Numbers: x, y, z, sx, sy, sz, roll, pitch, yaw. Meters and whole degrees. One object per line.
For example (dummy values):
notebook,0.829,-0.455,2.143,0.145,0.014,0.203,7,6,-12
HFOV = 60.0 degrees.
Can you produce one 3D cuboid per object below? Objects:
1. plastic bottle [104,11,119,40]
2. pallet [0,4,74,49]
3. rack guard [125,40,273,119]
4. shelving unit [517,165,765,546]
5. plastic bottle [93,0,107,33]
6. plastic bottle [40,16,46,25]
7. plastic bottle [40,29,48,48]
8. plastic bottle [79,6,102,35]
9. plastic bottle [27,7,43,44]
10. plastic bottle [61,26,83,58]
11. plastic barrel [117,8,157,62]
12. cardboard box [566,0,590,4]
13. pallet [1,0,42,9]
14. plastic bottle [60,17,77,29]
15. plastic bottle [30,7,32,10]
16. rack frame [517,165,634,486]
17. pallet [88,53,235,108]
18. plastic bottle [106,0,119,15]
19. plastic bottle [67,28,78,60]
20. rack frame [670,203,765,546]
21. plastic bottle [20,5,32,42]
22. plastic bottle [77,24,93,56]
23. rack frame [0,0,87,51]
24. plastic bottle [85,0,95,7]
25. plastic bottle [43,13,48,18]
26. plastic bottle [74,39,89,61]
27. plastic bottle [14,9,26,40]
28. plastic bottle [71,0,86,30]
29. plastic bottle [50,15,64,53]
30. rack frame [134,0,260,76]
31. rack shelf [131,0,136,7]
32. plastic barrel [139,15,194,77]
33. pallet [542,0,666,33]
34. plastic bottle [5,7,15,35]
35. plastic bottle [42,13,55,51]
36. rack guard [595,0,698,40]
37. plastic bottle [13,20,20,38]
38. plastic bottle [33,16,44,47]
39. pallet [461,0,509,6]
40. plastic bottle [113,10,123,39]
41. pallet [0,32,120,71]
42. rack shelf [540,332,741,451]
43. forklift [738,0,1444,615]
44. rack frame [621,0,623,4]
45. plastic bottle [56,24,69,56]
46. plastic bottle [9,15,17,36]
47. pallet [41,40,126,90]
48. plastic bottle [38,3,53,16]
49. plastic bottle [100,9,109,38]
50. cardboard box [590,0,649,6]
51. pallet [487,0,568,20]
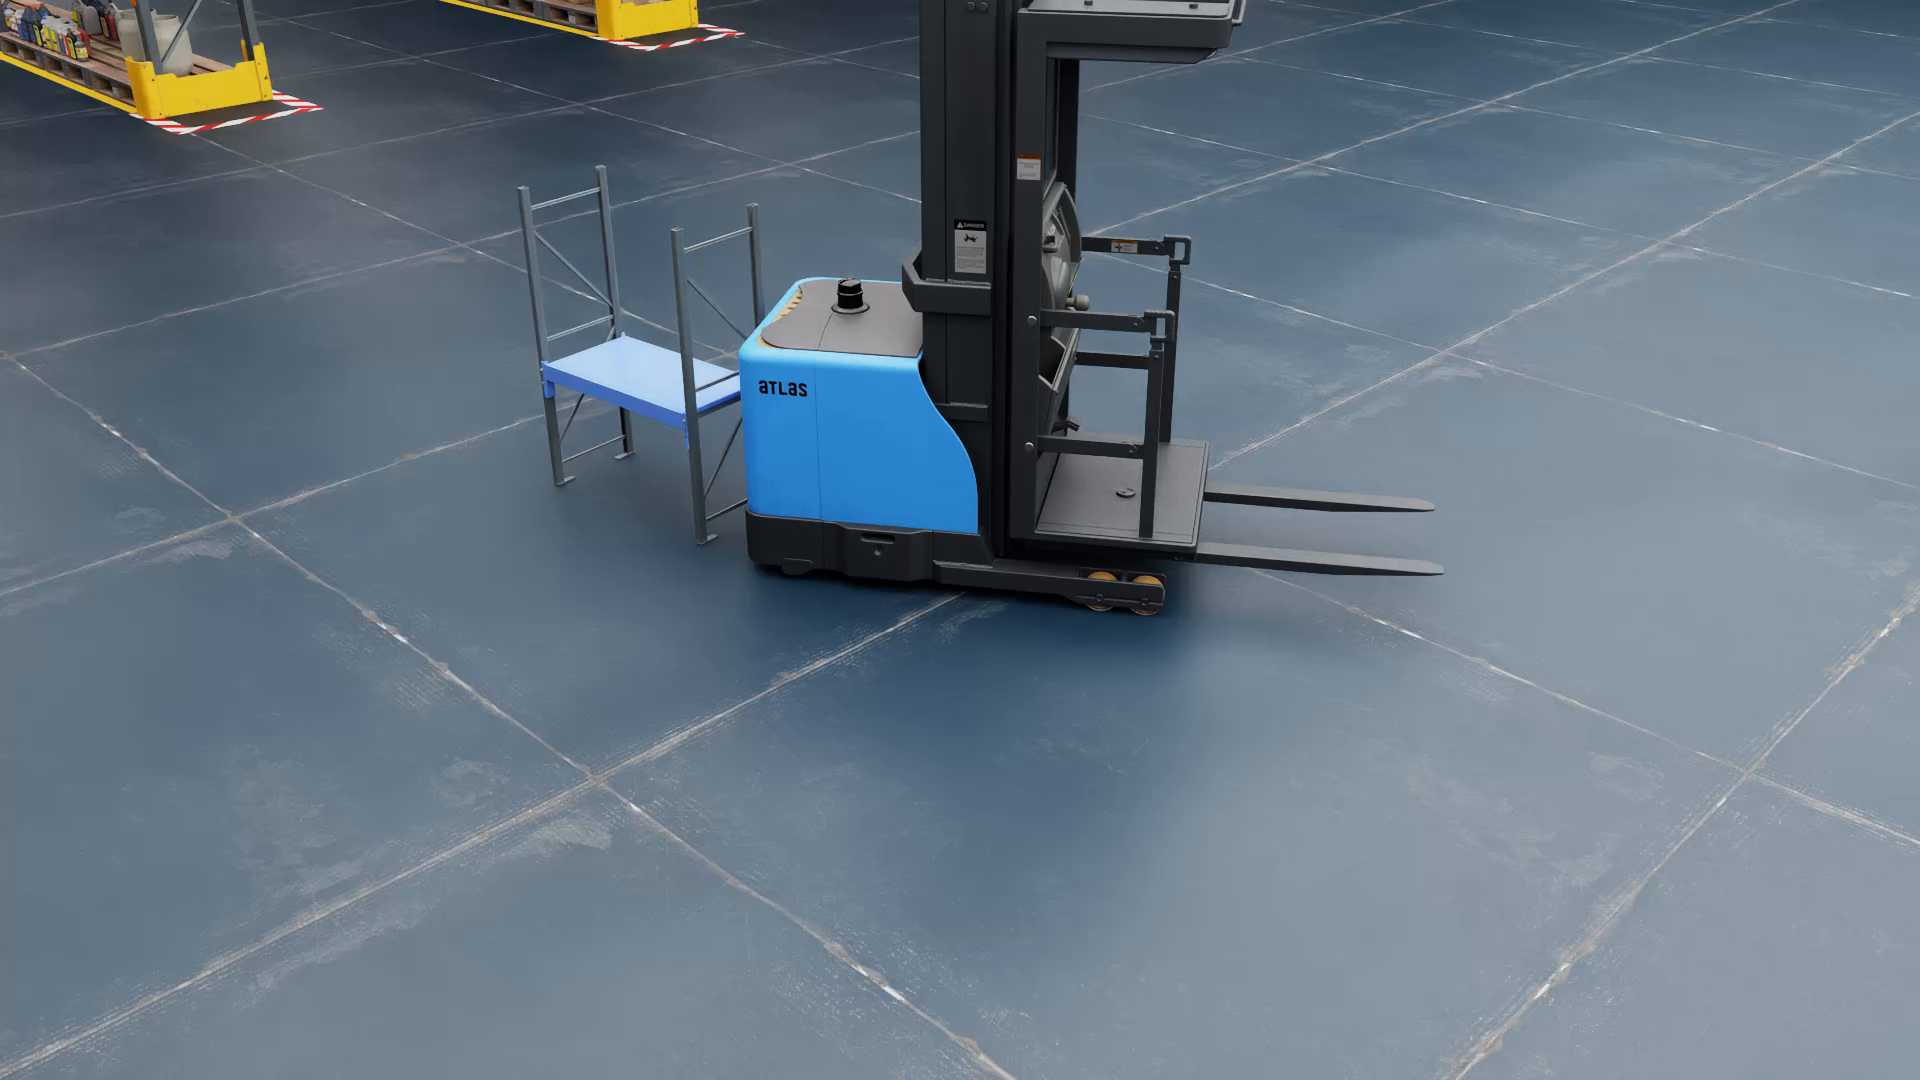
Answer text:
plastic bottle,-8.666,-5.257,16.971,0.133,0.283,0.061,25,36,38
pallet,-10.321,-5.646,18.261,1.213,0.211,1.003,25,36,38
rack guard,-6.968,-4.235,15.266,0.348,0.500,1.175,25,36,38
shelving unit,-1.454,-0.880,7.811,1.048,1.500,0.538,20,34,33
plastic bottle,-8.935,-5.482,17.326,0.185,0.351,0.144,22,35,36
plastic bottle,-9.183,-5.126,16.734,0.097,0.271,0.097,0,28,0
plastic bottle,-9.129,-5.030,16.627,0.097,0.201,0.097,0,28,0
plastic bottle,-9.021,-5.392,17.235,0.135,0.276,0.152,25,36,38
plastic bottle,-9.314,-5.197,16.783,0.185,0.351,0.144,23,35,36
plastic bottle,-8.659,-4.866,16.235,0.135,0.276,0.152,25,37,39
plastic barrel,-7.762,-4.769,15.819,0.421,0.512,0.421,0,28,0
cardboard box,-4.293,-6.448,19.024,0.500,0.500,0.500,-15,31,-27
pallet,-11.195,-6.044,19.018,1.213,0.211,1.003,25,36,38
plastic bottle,-8.925,-5.082,16.646,0.135,0.276,0.152,25,36,38
plastic bottle,-9.490,-5.319,17.089,0.133,0.283,0.061,25,36,38
rack frame,-1.852,-1.027,8.091,0.032,1.500,0.500,20,34,33
pallet,-7.544,-4.374,15.841,1.213,0.211,1.003,25,36,38
plastic bottle,-8.705,-5.377,17.126,0.185,0.351,0.144,24,36,38
plastic bottle,-8.594,-4.810,16.121,0.061,0.283,0.133,-24,36,-38
rack frame,-1.056,-0.732,7.531,0.032,1.500,0.500,20,34,33
plastic bottle,-9.449,-5.258,16.900,0.144,0.351,0.185,-24,36,-38
plastic bottle,-8.585,-4.905,16.301,0.133,0.283,0.061,25,36,38
rack frame,-9.734,-6.637,17.149,0.127,3.000,1.000,25,36,38
plastic bottle,-9.072,-5.545,17.445,0.185,0.351,0.144,23,36,37
plastic bottle,-9.261,-5.216,16.905,0.097,0.271,0.097,0,28,0
plastic bottle,-8.498,-4.742,16.079,0.097,0.201,0.097,0,28,0
plastic bottle,-9.564,-5.280,17.023,0.152,0.276,0.135,-24,36,-37
plastic bottle,-9.173,-5.497,17.354,0.185,0.351,0.144,25,36,38
plastic bottle,-8.879,-4.997,16.404,0.144,0.351,0.185,-24,36,-37
rack frame,-6.881,-5.332,14.667,0.127,3.000,1.000,25,36,38
rack shelf,-8.307,-5.666,16.075,4.000,0.370,1.077,25,36,38
plastic barrel,-7.404,-4.606,15.508,0.421,0.512,0.421,0,28,0
pallet,-4.018,-6.043,19.015,1.213,0.211,1.003,25,36,38
plastic bottle,-9.814,-5.375,17.207,0.097,0.271,0.097,0,28,0
plastic bottle,-9.011,-5.058,16.519,0.185,0.351,0.144,24,36,38
rack guard,-3.463,-5.894,18.422,0.348,0.500,1.175,25,36,38
plastic bottle,-9.669,-5.277,17.097,0.097,0.201,0.097,0,28,0
plastic bottle,-9.226,-5.099,16.670,0.061,0.283,0.133,-23,36,-37
pallet,-5.757,-6.839,20.530,1.213,0.211,1.003,25,36,38
plastic bottle,-8.592,-5.289,17.040,0.152,0.276,0.135,-25,36,-38
pallet,-9.284,-5.170,17.355,1.213,0.211,1.003,25,36,38
rack shelf,-1.454,-0.720,7.895,1.000,0.185,0.538,20,34,33
forklift,0.614,-1.243,6.965,3.031,2.935,1.130,5,28,9
rack frame,-3.409,-6.975,17.793,0.127,3.000,1.000,25,36,38
plastic bottle,-8.758,-4.911,16.321,0.135,0.276,0.152,23,36,37
plastic bottle,-9.741,-5.310,17.160,0.097,0.201,0.097,0,28,0
pallet,-8.410,-4.772,16.598,1.213,0.211,1.003,25,36,38
plastic bottle,-9.348,-5.306,16.991,0.185,0.351,0.144,25,36,38
plastic bottle,-8.759,-5.304,17.061,0.133,0.283,0.061,25,36,38
cardboard box,-3.842,-6.264,18.675,0.500,0.500,0.500,-18,33,-30
pallet,-4.883,-6.441,19.772,1.213,0.211,1.003,25,36,38
